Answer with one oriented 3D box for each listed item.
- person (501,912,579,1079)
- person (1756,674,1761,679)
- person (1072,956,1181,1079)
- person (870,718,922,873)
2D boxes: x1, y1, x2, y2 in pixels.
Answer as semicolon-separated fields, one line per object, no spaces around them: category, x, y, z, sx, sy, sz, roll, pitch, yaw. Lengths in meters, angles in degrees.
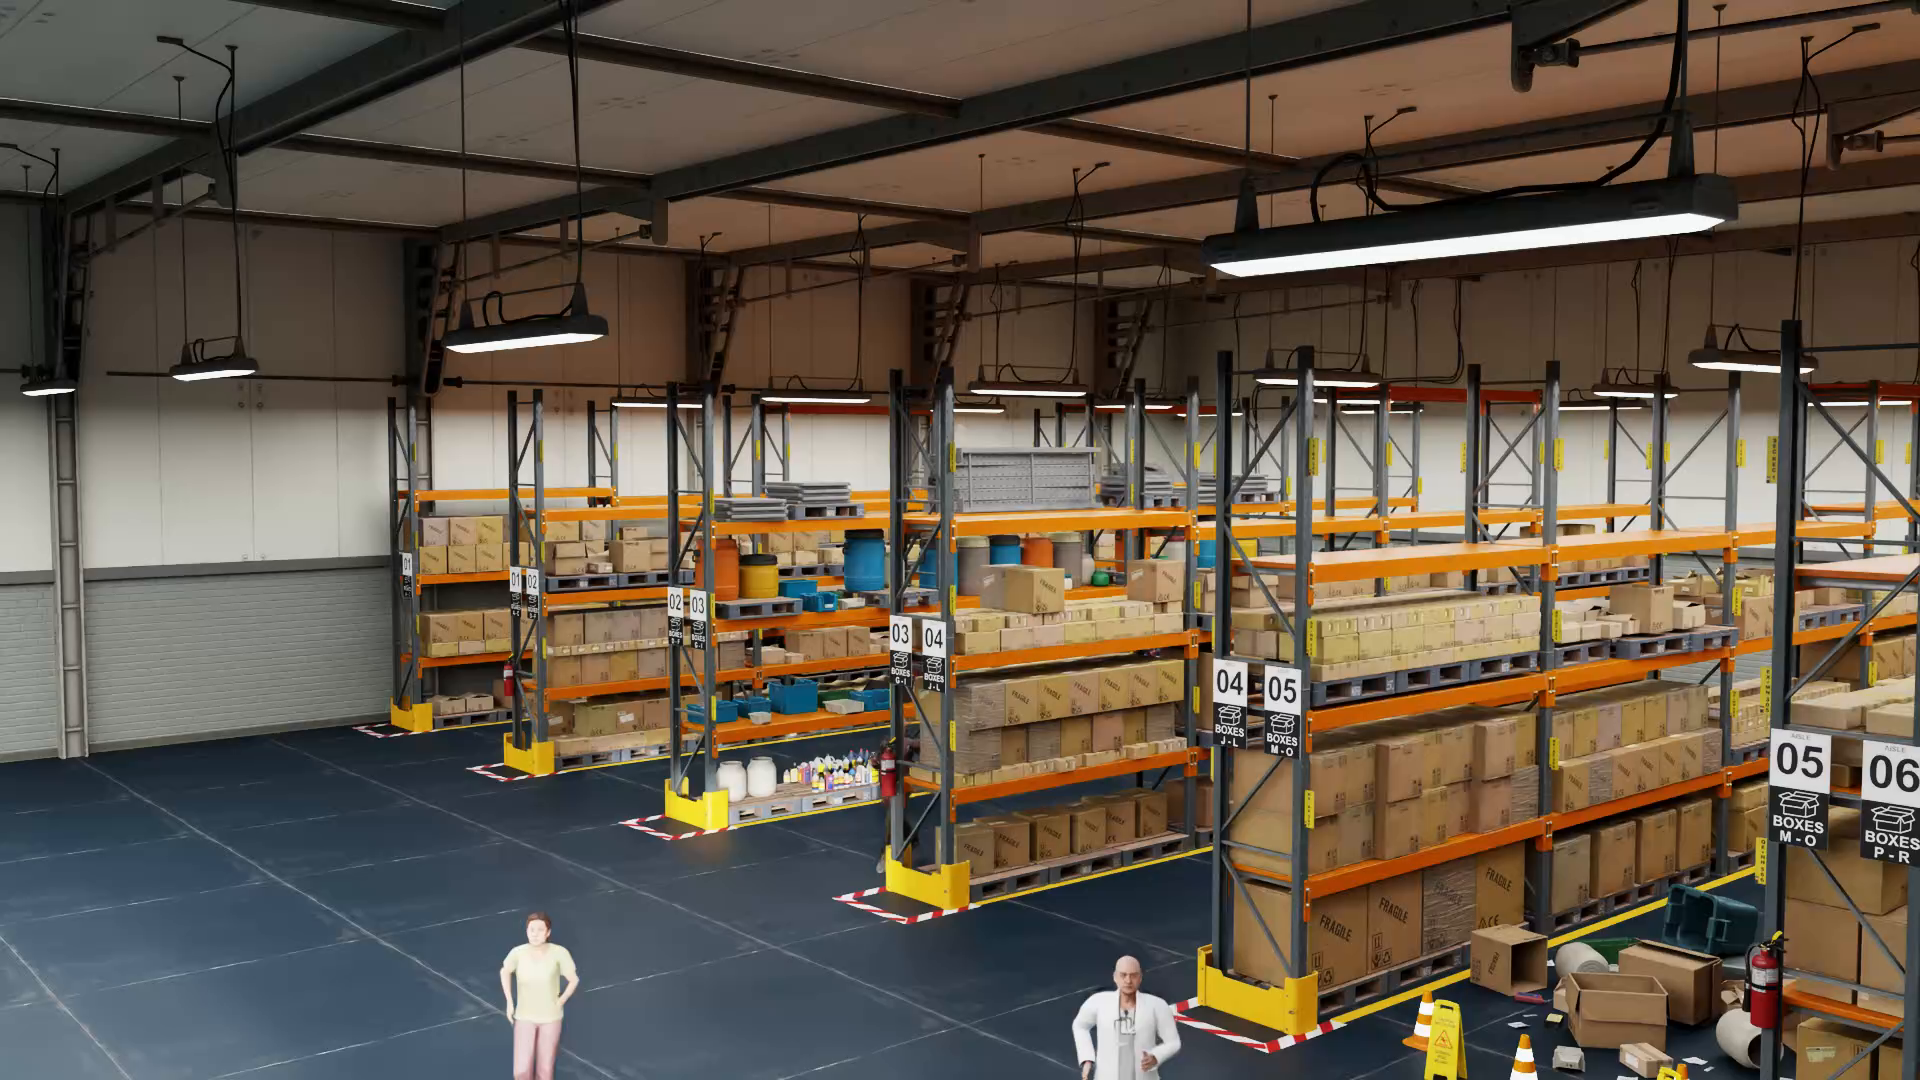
person;-3.160;3.619;12.491;0.587;1.617;0.549;-1;3;-11
person;12.286;2.854;25.397;0.798;1.654;0.601;-2;4;-37
person;1.103;3.635;11.035;0.719;1.752;0.976;0;3;3
person;-0.760;3.073;20.316;0.694;1.828;0.876;3;5;44
